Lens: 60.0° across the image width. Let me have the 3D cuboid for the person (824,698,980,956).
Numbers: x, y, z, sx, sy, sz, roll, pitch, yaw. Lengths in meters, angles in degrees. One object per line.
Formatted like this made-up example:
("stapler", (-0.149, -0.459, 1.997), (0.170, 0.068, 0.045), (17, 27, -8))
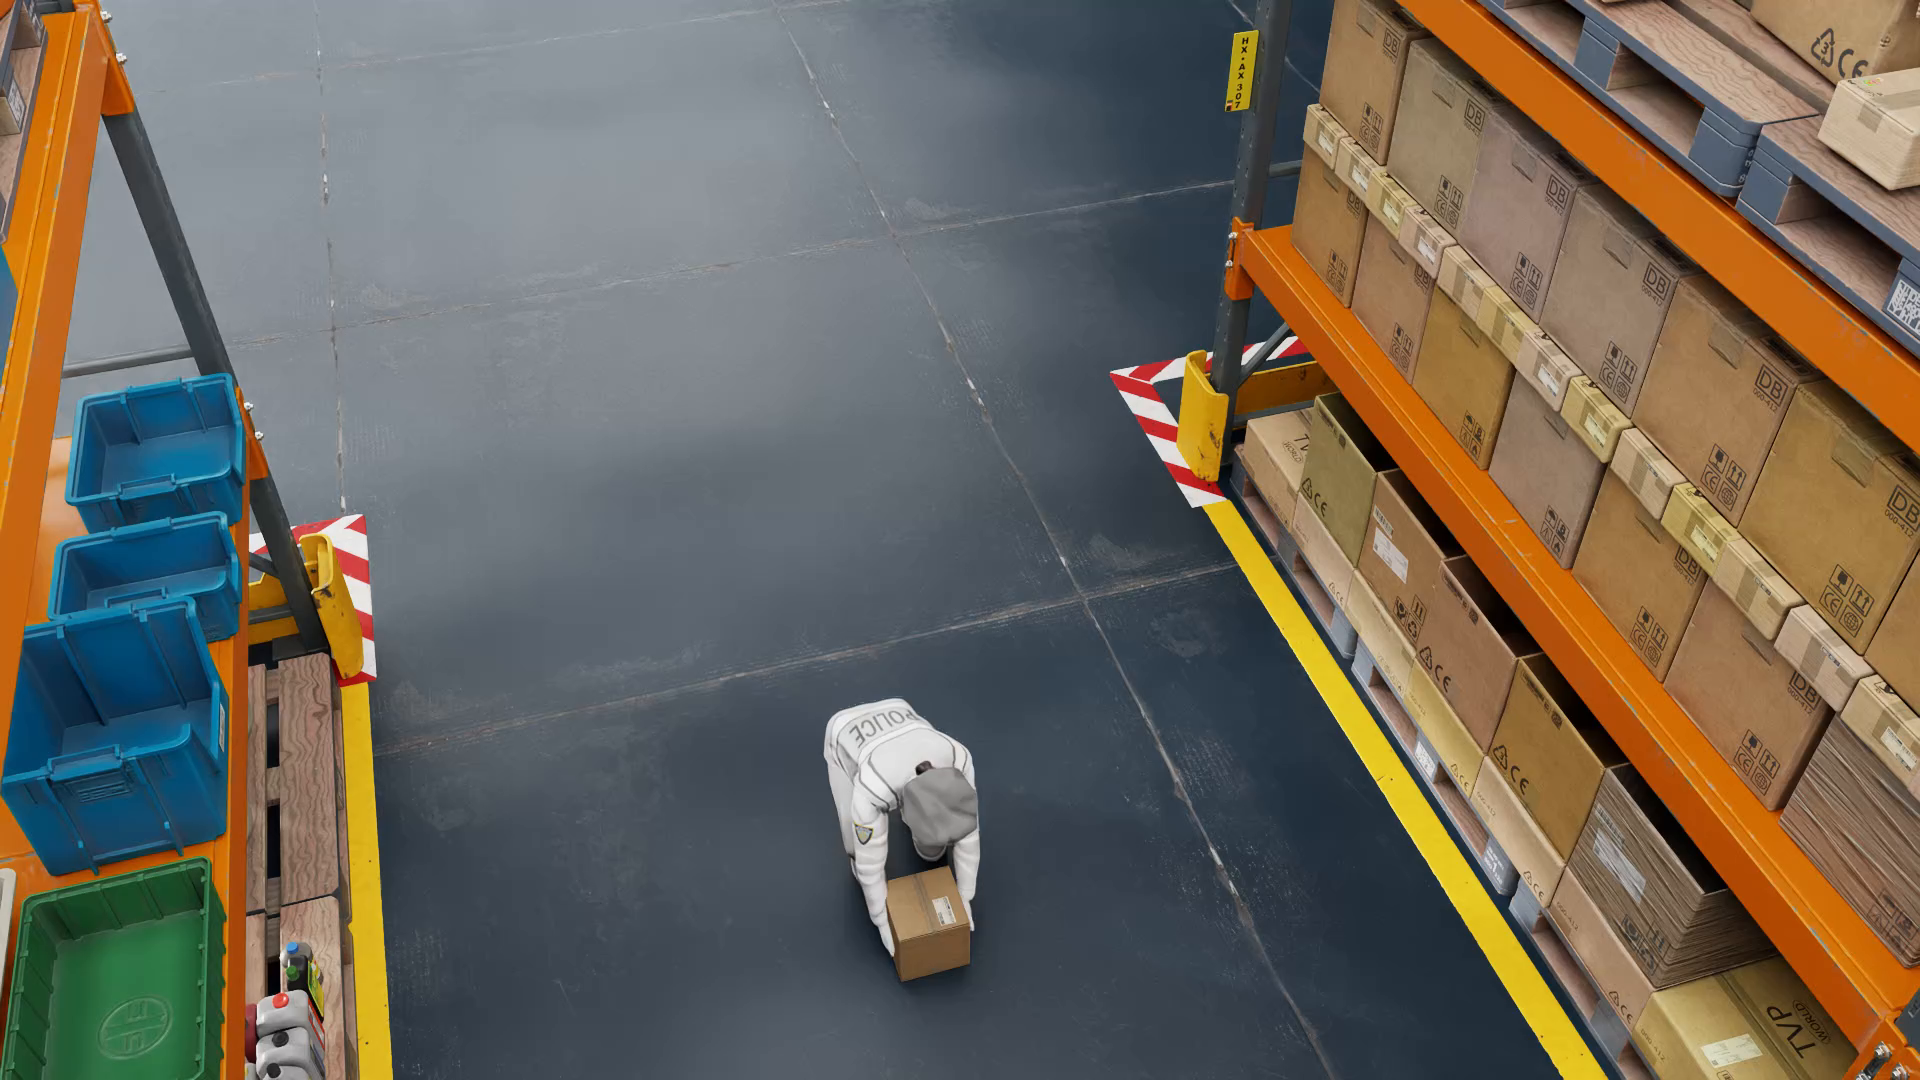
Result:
("person", (-0.199, 0.901, 5.783), (0.471, 0.857, 0.858), (-12, 44, -13))
